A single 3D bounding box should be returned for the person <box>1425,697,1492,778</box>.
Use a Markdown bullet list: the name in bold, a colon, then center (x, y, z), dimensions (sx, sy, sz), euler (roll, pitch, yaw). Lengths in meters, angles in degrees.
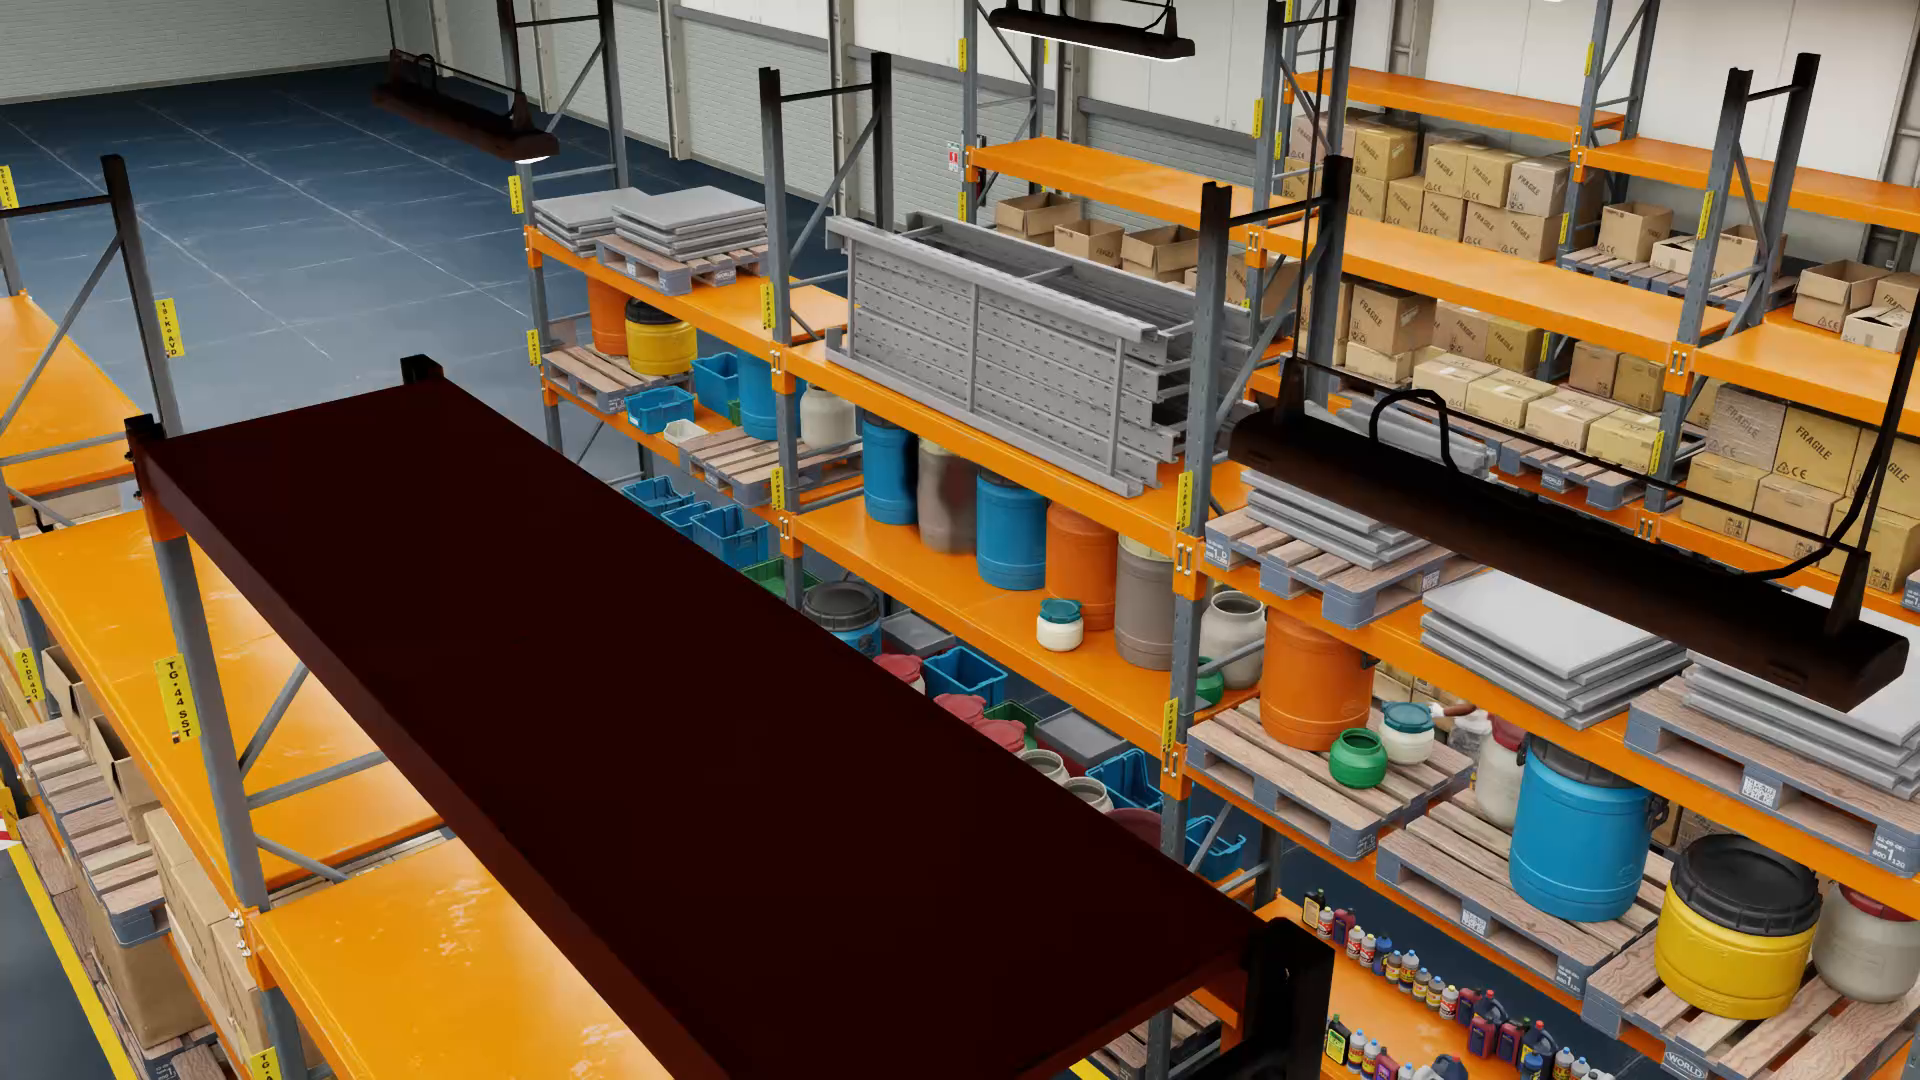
- **person**: center (3.984, 1.403, 12.839), dimensions (0.740, 1.802, 0.876), euler (-20, 32, -35)
